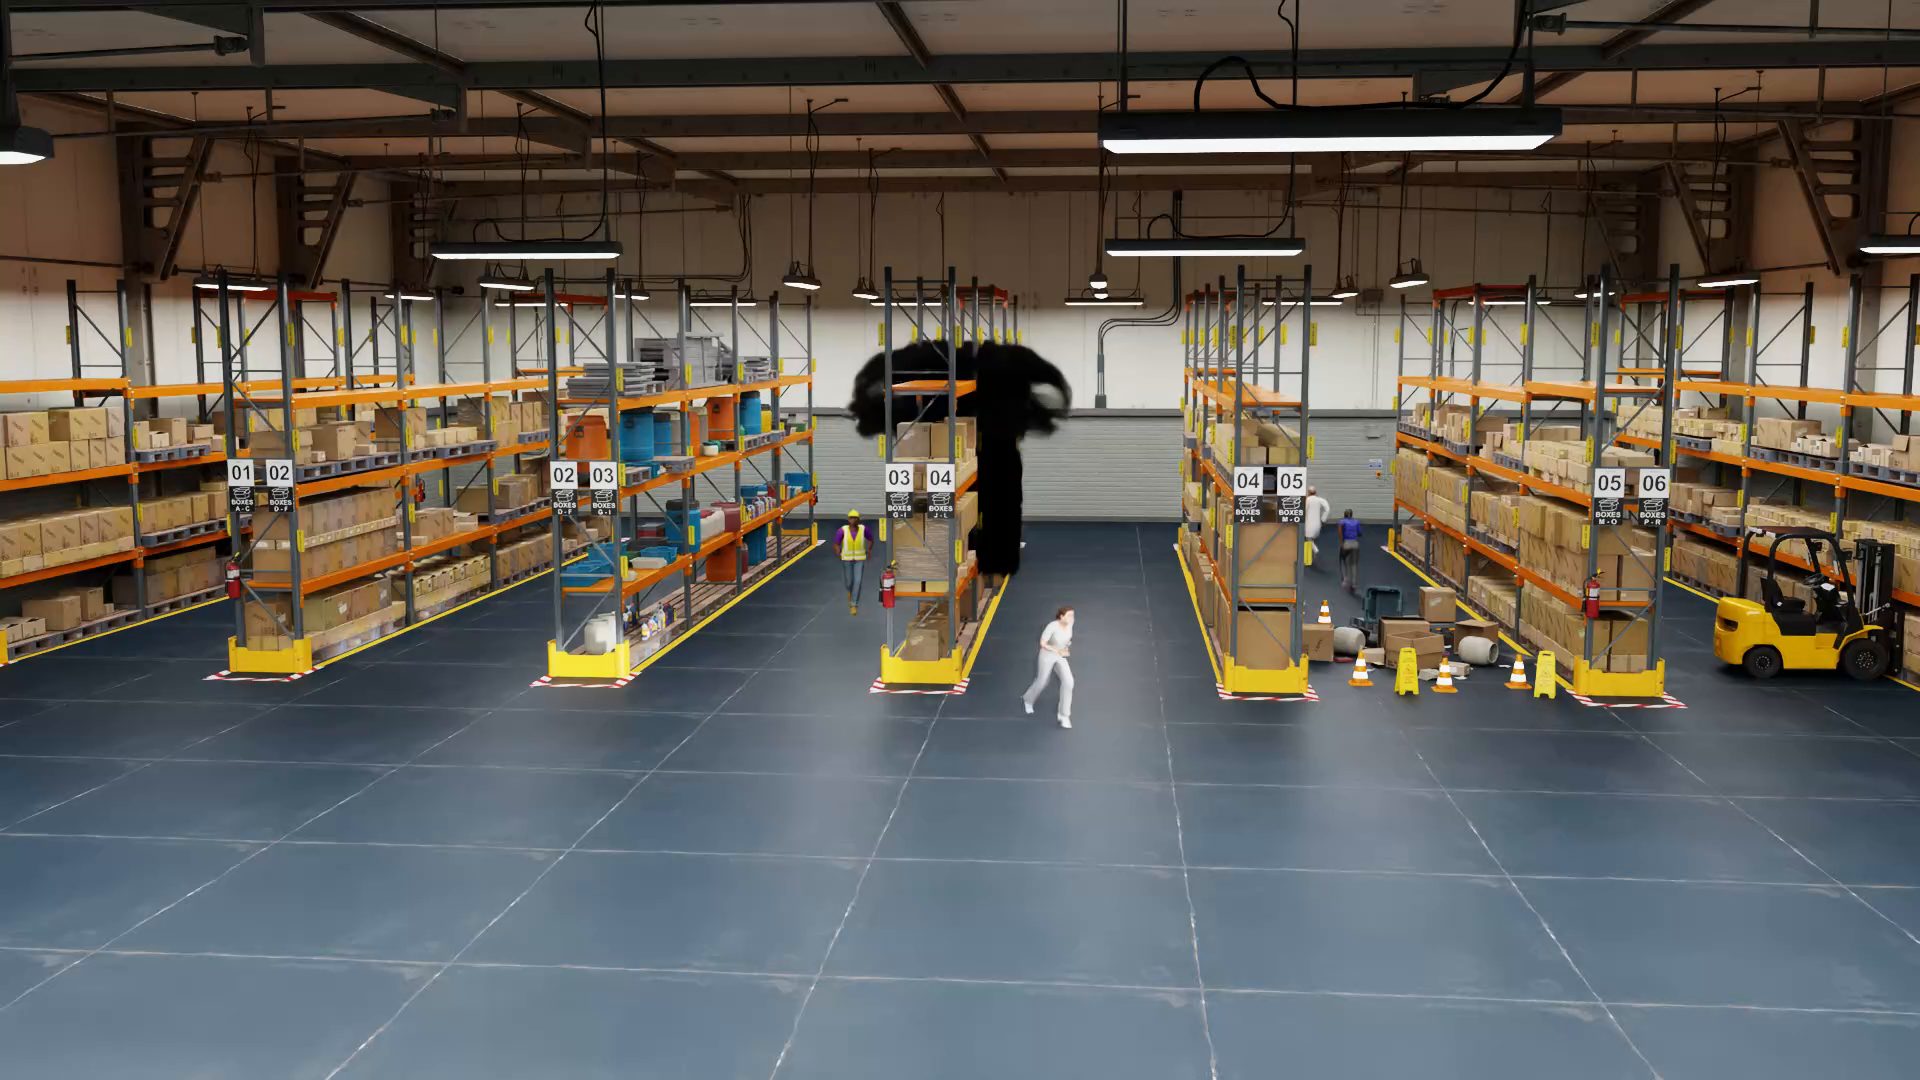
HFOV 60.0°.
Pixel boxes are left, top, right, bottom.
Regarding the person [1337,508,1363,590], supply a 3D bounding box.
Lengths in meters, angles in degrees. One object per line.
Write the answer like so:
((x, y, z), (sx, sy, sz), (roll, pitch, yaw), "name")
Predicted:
((7.729, 0.198, 32.979), (0.565, 1.624, 0.894), (0, 7, 3), "person")

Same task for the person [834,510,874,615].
((-1.837, 0.364, 28.881), (0.708, 1.785, 0.824), (0, 7, -3), "person")

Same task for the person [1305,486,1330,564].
((7.775, -0.297, 36.551), (0.692, 1.761, 0.956), (-1, 7, -12), "person")

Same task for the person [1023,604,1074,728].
((1.162, 1.603, 21.753), (0.605, 1.627, 0.963), (-6, 9, -39), "person")
